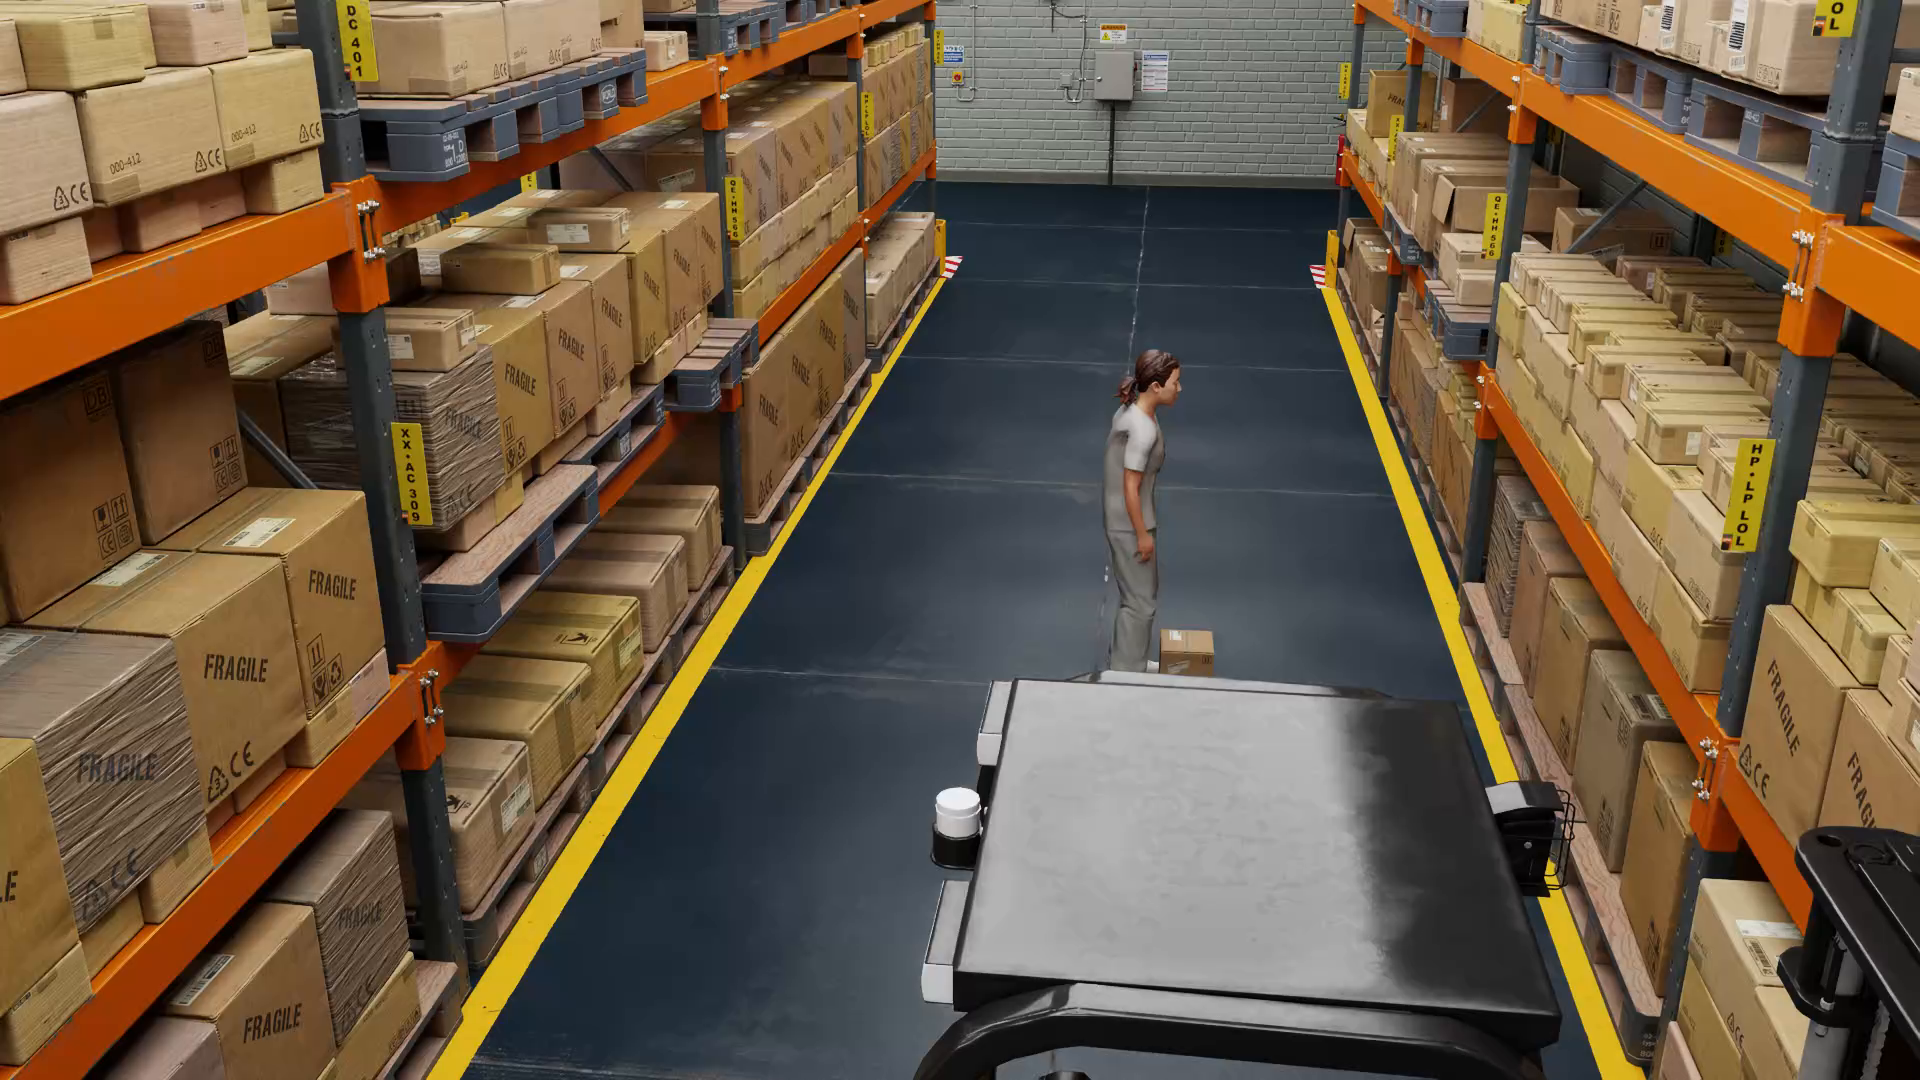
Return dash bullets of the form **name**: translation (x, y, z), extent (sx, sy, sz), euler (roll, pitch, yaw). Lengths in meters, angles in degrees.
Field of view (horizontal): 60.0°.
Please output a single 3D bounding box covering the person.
- **person**: translation (0.837, -0.060, 7.768), extent (0.360, 1.651, 0.486), euler (2, 21, 5)
